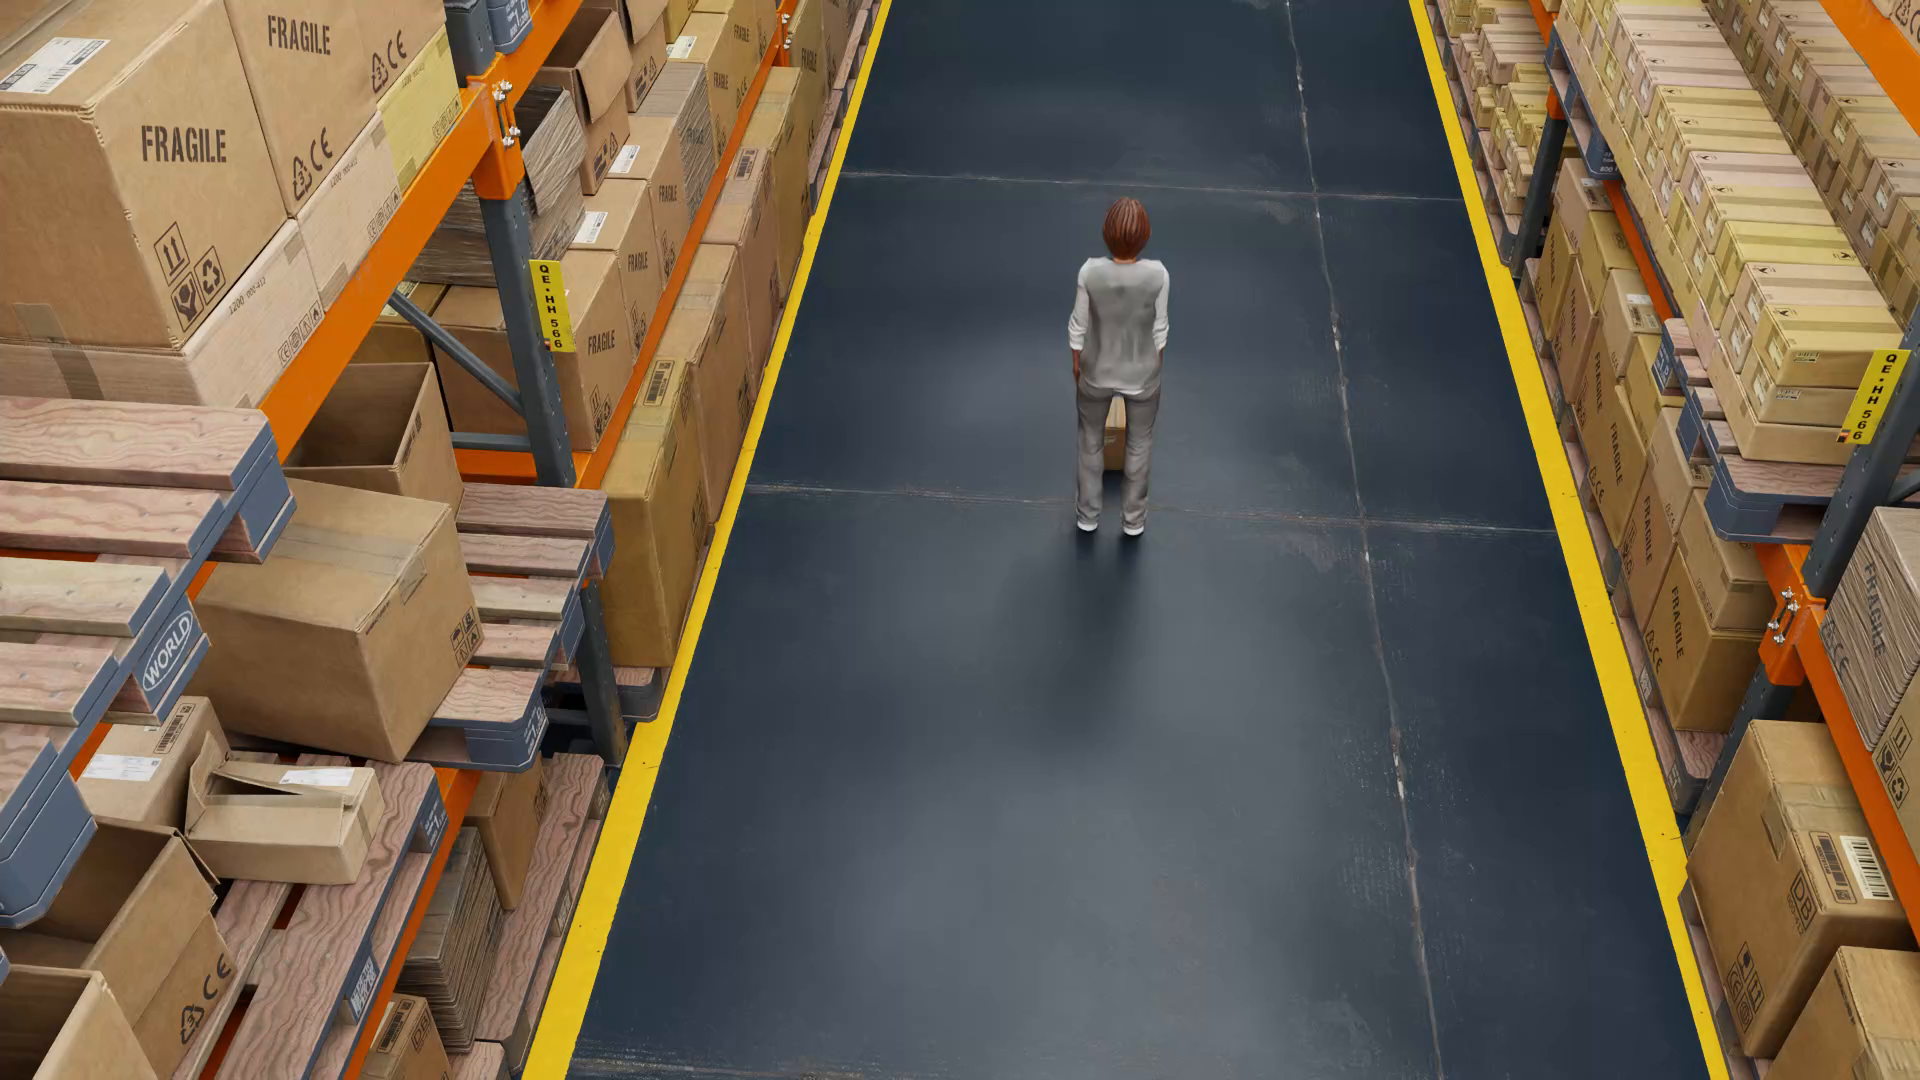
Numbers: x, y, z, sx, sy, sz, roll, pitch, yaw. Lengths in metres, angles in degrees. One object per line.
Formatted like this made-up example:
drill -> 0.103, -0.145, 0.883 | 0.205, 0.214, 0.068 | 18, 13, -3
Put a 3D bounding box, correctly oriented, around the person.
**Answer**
person -> 0.649, -0.693, 6.999 | 0.420, 1.573, 0.354 | 4, 41, 5
